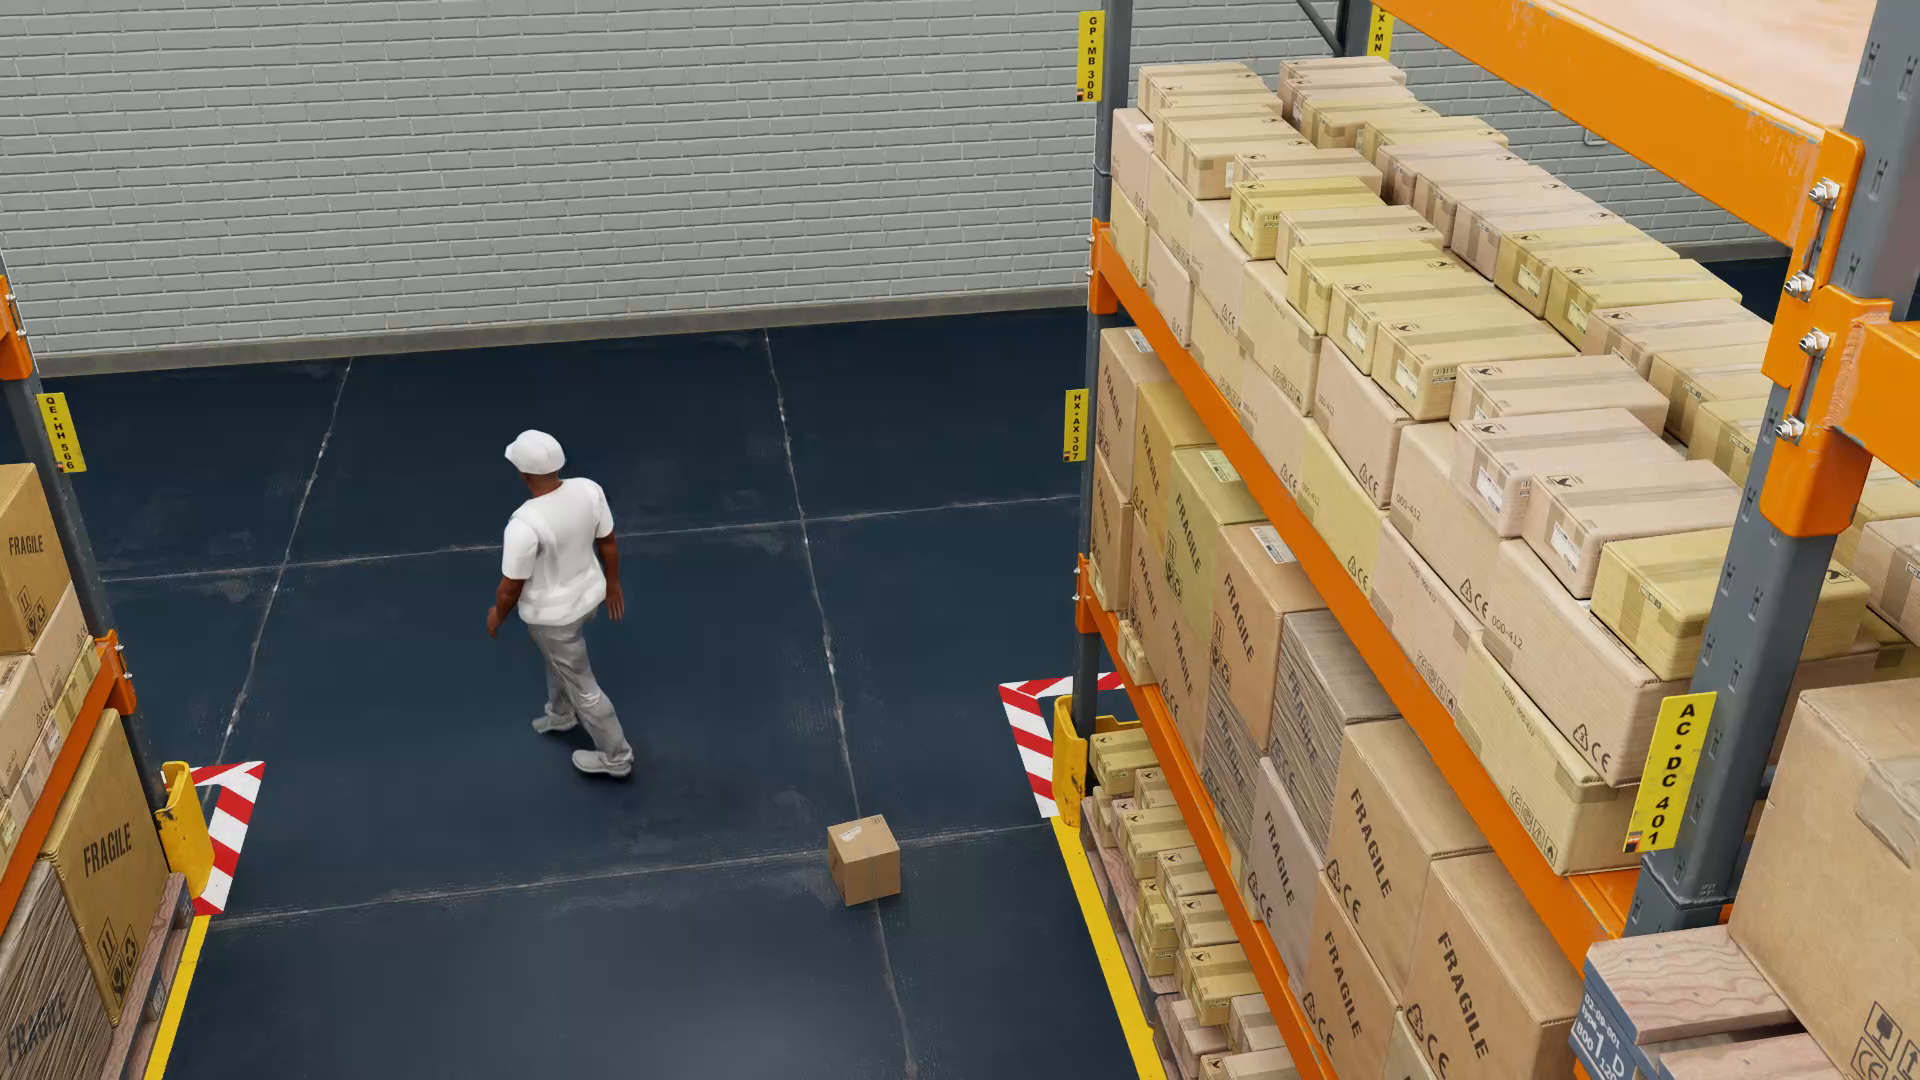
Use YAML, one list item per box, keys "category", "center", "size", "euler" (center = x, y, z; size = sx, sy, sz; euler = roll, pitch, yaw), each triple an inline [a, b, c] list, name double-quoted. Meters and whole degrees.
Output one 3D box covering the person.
- category: "person"
  center: [-1.870, 0.302, 7.619]
  size: [0.742, 1.804, 0.583]
  euler: [14, 33, 23]
